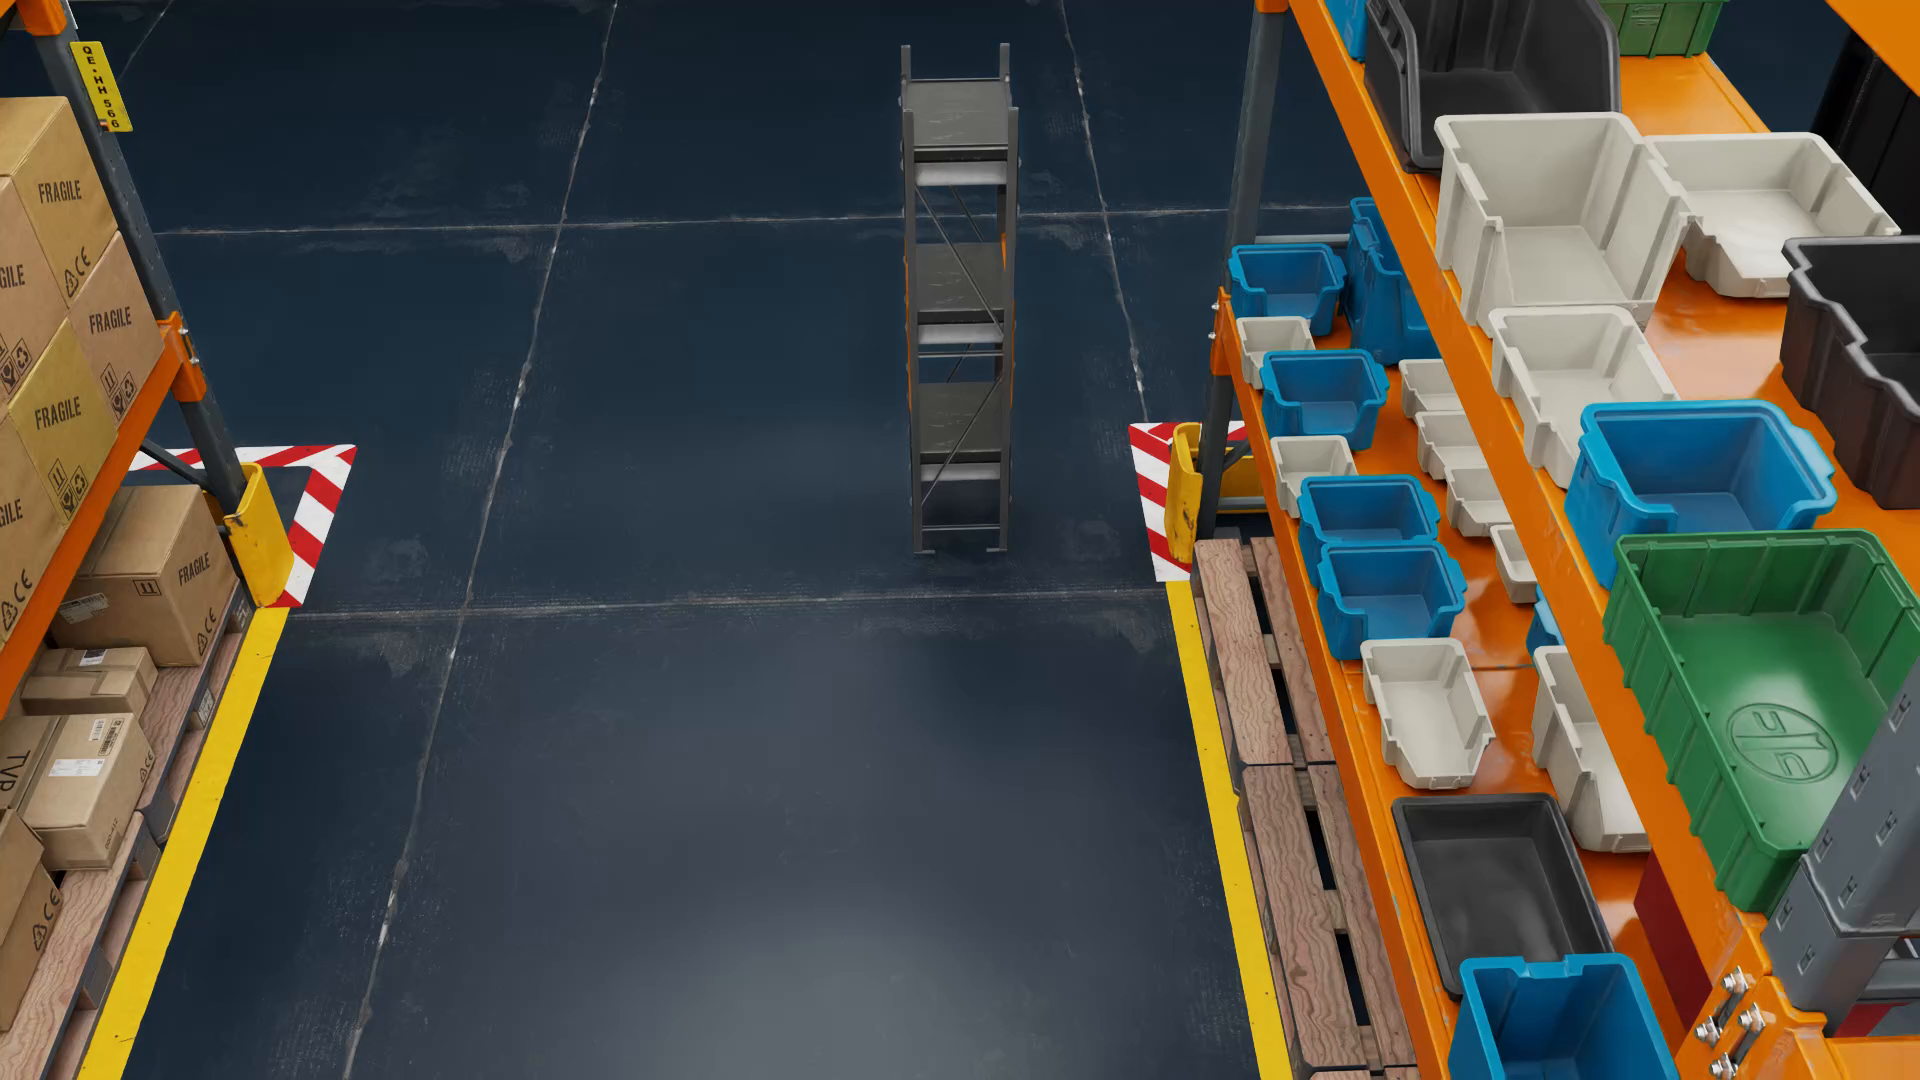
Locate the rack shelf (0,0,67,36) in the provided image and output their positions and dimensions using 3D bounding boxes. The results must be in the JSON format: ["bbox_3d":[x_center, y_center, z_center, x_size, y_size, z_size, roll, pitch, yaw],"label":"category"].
[{"bbox_3d":[-3.361,-0.469,3.854,1.077,0.370,4.000,-2,43,-2],"label":"rack shelf"}]

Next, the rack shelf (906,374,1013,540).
[{"bbox_3d":[-0.007,-0.360,7.145,0.431,0.518,0.480,-2,43,-2],"label":"rack shelf"}]

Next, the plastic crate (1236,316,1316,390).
[{"bbox_3d":[1.115,-0.648,5.888,0.250,0.136,0.298,-2,43,-2],"label":"plastic crate"}]

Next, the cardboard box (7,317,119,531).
[{"bbox_3d":[-3.130,-0.371,5.360,0.500,0.500,0.500,-1,43,-1],"label":"cardboard box"}]

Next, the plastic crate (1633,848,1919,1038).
[{"bbox_3d":[1.885,0.927,3.927,0.402,0.464,0.583,-2,43,-2],"label":"plastic crate"}]

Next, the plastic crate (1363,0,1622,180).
[{"bbox_3d":[1.293,-1.162,4.124,0.504,0.338,0.767,-2,43,-2],"label":"plastic crate"}]

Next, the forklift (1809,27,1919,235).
[{"bbox_3d":[3.567,-0.690,5.834,3.031,2.935,1.130,15,45,15],"label":"forklift"}]

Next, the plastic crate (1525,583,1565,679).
[{"bbox_3d":[1.846,0.301,4.782,0.416,0.233,0.300,-2,43,-2],"label":"plastic crate"}]

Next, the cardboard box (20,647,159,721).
[{"bbox_3d":[-3.250,0.540,6.212,0.380,0.166,0.250,-2,43,-2],"label":"cardboard box"}]

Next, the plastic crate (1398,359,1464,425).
[{"bbox_3d":[1.718,-0.498,5.724,0.396,0.136,0.243,-2,43,-2],"label":"plastic crate"}]

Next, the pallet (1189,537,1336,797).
[{"bbox_3d":[1.499,0.468,6.584,1.003,0.211,1.213,-2,43,-2],"label":"pallet"}]

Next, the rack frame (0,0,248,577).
[{"bbox_3d":[-3.446,-0.979,6.098,1.000,3.000,0.127,-2,43,-2],"label":"rack frame"}]

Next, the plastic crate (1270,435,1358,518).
[{"bbox_3d":[1.144,-0.190,5.388,0.250,0.136,0.298,-2,43,-2],"label":"plastic crate"}]

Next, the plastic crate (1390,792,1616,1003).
[{"bbox_3d":[1.357,0.914,4.193,0.437,0.125,0.590,-2,43,-2],"label":"plastic crate"}]

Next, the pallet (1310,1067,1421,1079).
[{"bbox_3d":[1.603,2.115,4.786,1.003,0.211,1.213,-2,43,-2],"label":"pallet"}]

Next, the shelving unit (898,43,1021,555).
[{"bbox_3d":[-0.007,-0.886,6.662,0.431,2.100,0.503,-2,43,-2],"label":"shelving unit"}]

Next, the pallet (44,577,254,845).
[{"bbox_3d":[-3.408,0.639,6.397,1.003,0.211,1.213,-2,43,-2],"label":"pallet"}]

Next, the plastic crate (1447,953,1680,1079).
[{"bbox_3d":[1.312,1.261,3.622,0.392,0.384,0.575,-2,43,-2],"label":"plastic crate"}]

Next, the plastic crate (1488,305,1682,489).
[{"bbox_3d":[1.238,-0.274,3.304,0.293,0.136,0.466,-2,43,-2],"label":"plastic crate"}]

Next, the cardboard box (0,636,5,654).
[{"bbox_3d":[-3.093,0.306,4.622,0.500,0.500,0.500,-2,43,-2],"label":"cardboard box"}]

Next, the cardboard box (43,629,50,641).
[{"bbox_3d":[-3.761,0.365,6.403,0.380,0.166,0.250,-2,43,-2],"label":"cardboard box"}]

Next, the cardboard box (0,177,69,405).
[{"bbox_3d":[-3.130,-0.750,5.035,0.500,0.500,0.500,-1,43,-1],"label":"cardboard box"}]

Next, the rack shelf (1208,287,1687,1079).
[{"bbox_3d":[1.588,0.497,5.020,1.077,0.370,4.000,-2,43,-2],"label":"rack shelf"}]

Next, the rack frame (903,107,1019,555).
[{"bbox_3d":[0.003,-0.721,6.483,0.400,2.100,0.015,-2,43,-2],"label":"rack frame"}]

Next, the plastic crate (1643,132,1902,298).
[{"bbox_3d":[1.838,-0.739,3.811,0.437,0.136,0.530,-2,43,-2],"label":"plastic crate"}]

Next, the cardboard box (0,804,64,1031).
[{"bbox_3d":[-3.361,1.212,5.230,0.797,0.503,0.637,-2,43,-2],"label":"cardboard box"}]

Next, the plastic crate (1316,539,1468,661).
[{"bbox_3d":[1.253,0.189,4.903,0.416,0.233,0.300,-2,43,-2],"label":"plastic crate"}]

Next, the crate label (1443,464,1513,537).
[{"bbox_3d":[1.752,-0.114,5.306,0.396,0.136,0.243,-2,43,-2],"label":"crate label"}]

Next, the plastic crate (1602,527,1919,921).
[{"bbox_3d":[1.353,0.277,2.665,0.450,0.188,0.662,-2,43,-2],"label":"plastic crate"}]

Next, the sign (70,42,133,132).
[{"bbox_3d":[-2.891,-1.524,5.602,0.100,0.325,0.005,-2,43,-2],"label":"sign"}]

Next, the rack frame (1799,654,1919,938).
[{"bbox_3d":[1.673,-0.629,1.277,1.000,3.000,0.127,-2,43,-2],"label":"rack frame"}]

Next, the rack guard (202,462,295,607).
[{"bbox_3d":[-3.443,-0.006,6.886,1.175,0.500,0.348,-2,43,-2],"label":"rack guard"}]
